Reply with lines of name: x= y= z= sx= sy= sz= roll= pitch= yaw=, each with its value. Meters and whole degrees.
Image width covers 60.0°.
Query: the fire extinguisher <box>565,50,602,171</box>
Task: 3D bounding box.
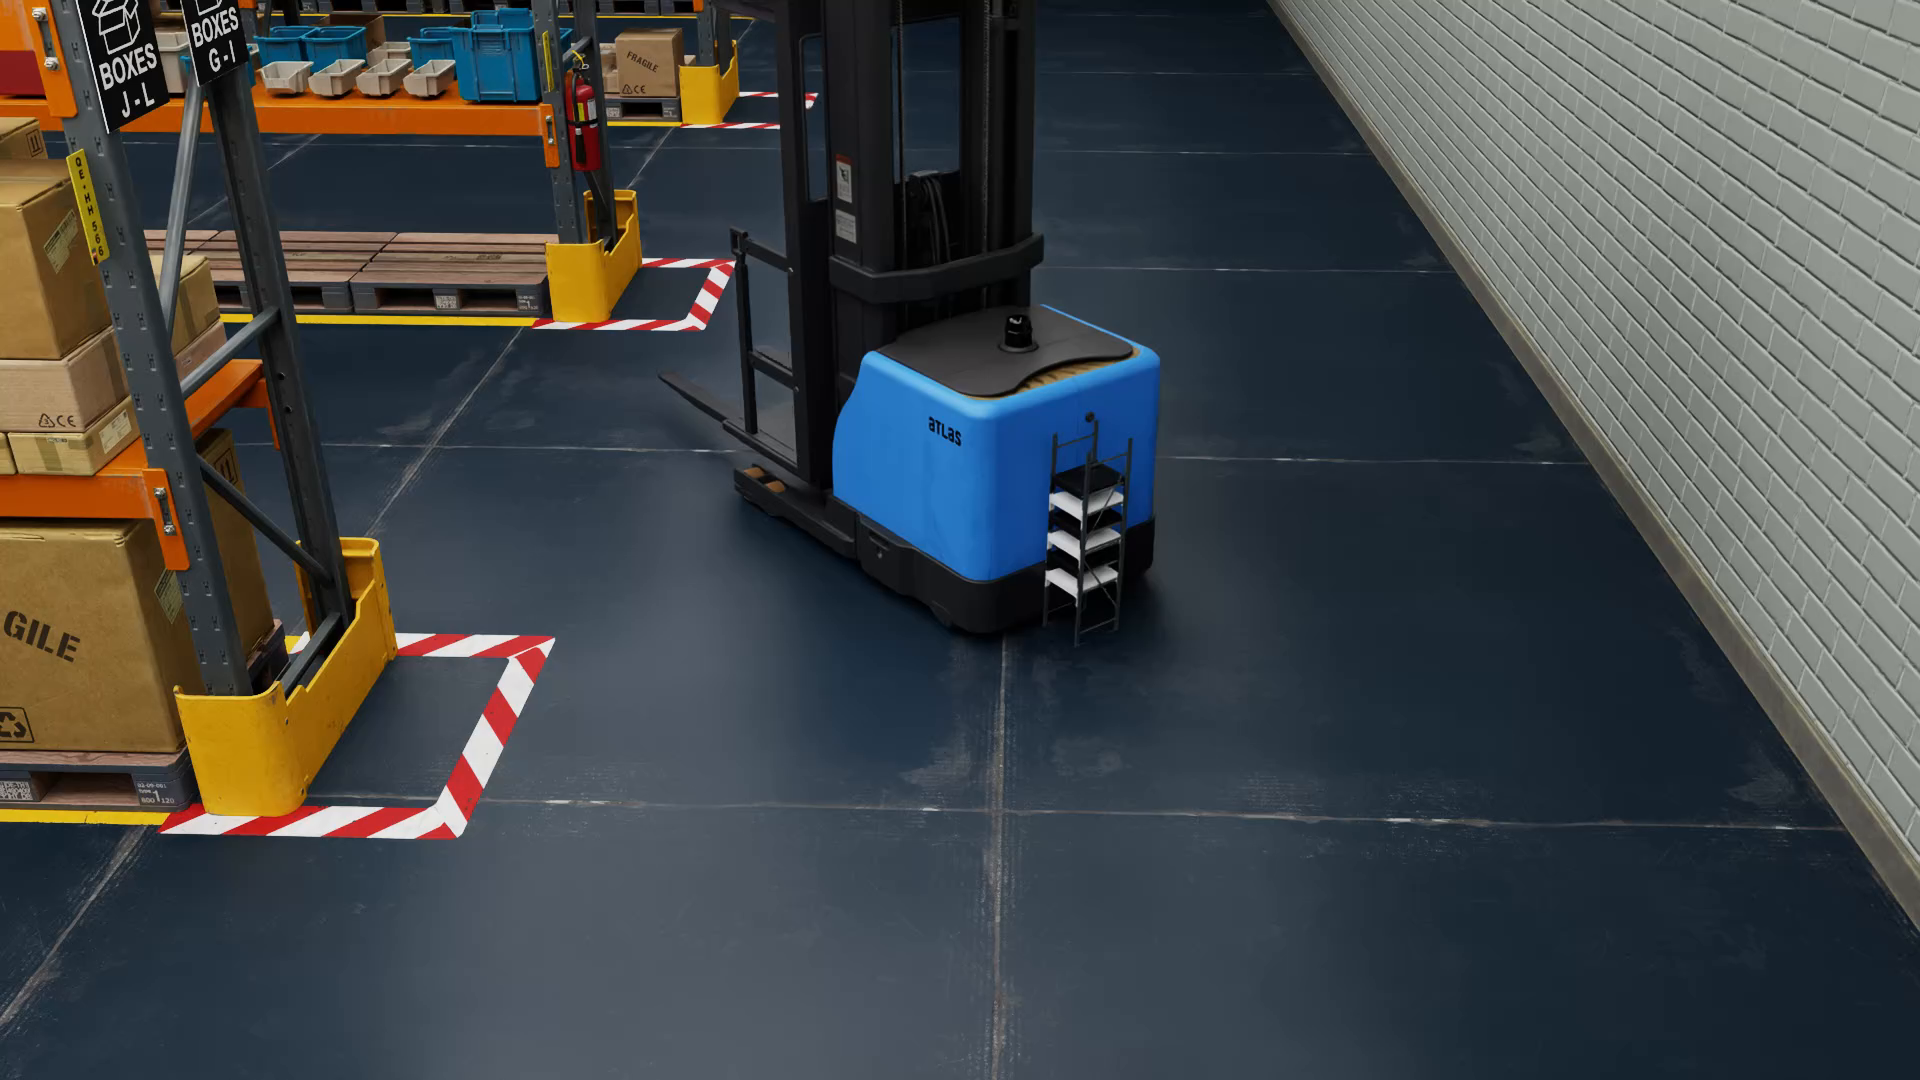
fire extinguisher: x=-2.229 y=-2.523 z=9.788 sx=0.183 sy=0.674 sz=0.296 roll=1 pitch=28 yaw=2

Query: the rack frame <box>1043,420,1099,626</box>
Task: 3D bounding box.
rack frame: x=0.457 y=-0.061 z=6.890 sx=0.240 sy=0.900 sz=0.006 roll=-20 pitch=36 yaw=-32

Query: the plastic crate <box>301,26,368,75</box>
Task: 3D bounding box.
plastic crate: x=-3.915 y=-3.070 z=10.453 sx=0.300 sy=0.233 sz=0.416 roll=1 pitch=28 yaw=2

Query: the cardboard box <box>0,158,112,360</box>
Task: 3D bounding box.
cardboard box: x=-3.035 y=-0.901 z=5.288 sx=0.500 sy=0.500 sz=0.500 roll=1 pitch=28 yaw=2

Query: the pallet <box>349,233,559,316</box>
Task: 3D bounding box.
pallet: x=-3.186 y=-1.737 z=10.802 sx=1.213 sy=0.211 sz=1.003 roll=1 pitch=28 yaw=2

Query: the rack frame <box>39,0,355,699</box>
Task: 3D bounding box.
rack frame: x=-2.538 y=-0.619 z=5.715 sx=0.127 sy=3.000 sz=1.000 roll=1 pitch=28 yaw=2

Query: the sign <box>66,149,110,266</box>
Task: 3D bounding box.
sign: x=-2.571 y=-0.982 z=4.910 sx=0.005 sy=0.325 sz=0.100 roll=1 pitch=28 yaw=2

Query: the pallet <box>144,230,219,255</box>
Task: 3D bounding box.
pallet: x=-5.625 y=-1.778 z=10.878 sx=1.213 sy=0.211 sz=1.003 roll=1 pitch=28 yaw=2

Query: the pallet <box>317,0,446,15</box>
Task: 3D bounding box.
pallet: x=-6.785 y=-6.386 z=19.572 sx=1.213 sy=0.211 sz=1.003 roll=1 pitch=28 yaw=2

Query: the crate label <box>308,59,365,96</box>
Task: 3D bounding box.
crate label: x=-3.753 y=-2.781 z=10.011 sx=0.243 sy=0.136 sz=0.396 roll=1 pitch=28 yaw=2

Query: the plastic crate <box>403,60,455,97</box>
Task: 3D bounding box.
plastic crate: x=-3.185 y=-2.776 z=10.002 sx=0.243 sy=0.136 sz=0.396 roll=1 pitch=28 yaw=2

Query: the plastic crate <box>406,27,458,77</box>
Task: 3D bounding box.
plastic crate: x=-3.257 y=-3.059 z=10.433 sx=0.300 sy=0.233 sz=0.416 roll=1 pitch=28 yaw=2

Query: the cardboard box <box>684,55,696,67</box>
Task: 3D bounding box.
cardboard box: x=-2.591 y=-4.359 z=15.344 sx=0.250 sy=0.149 sz=0.380 roll=1 pitch=28 yaw=2

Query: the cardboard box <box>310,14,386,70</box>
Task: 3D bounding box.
cardboard box: x=-5.603 y=-4.535 z=15.302 sx=0.500 sy=0.500 sz=0.500 roll=1 pitch=28 yaw=2

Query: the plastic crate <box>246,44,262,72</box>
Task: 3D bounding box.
plastic crate: x=-4.610 y=-3.026 z=10.472 sx=0.466 sy=0.136 sz=0.293 roll=1 pitch=28 yaw=2

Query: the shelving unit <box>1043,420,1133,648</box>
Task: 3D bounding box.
shelving unit: x=0.519 y=-0.020 z=6.820 sx=0.258 sy=0.900 sz=0.210 roll=-20 pitch=36 yaw=-32

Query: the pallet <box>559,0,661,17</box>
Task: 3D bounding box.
pallet: x=-4.032 y=-6.341 z=19.486 sx=1.213 sy=0.211 sz=1.003 roll=1 pitch=28 yaw=2

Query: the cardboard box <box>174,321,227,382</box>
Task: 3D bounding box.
cardboard box: x=-2.882 y=-0.669 z=6.077 sx=0.250 sy=0.149 sz=0.380 roll=1 pitch=28 yaw=2

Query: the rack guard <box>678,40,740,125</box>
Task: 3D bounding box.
rack guard: x=-2.261 y=-4.153 z=15.050 sx=0.348 sy=0.500 sz=1.175 roll=1 pitch=28 yaw=2

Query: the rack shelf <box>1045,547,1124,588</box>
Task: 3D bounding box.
rack shelf: x=0.516 y=0.087 z=6.881 sx=0.258 sy=0.077 sz=0.200 roll=-20 pitch=36 yaw=-32

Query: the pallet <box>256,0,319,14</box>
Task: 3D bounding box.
pallet: x=-8.008 y=-6.405 z=19.608 sx=1.213 sy=0.211 sz=1.003 roll=1 pitch=28 yaw=2

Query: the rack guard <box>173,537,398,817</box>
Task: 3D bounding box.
rack guard: x=-2.514 y=0.486 z=6.300 sx=0.348 sy=0.500 sz=1.175 roll=1 pitch=28 yaw=2

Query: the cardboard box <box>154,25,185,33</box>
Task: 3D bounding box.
cardboard box: x=-7.180 y=-4.298 z=14.855 sx=0.500 sy=0.500 sz=0.500 roll=1 pitch=28 yaw=2

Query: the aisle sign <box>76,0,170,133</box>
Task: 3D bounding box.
aisle sign: x=-2.477 y=-1.626 z=4.839 sx=0.004 sy=0.787 sz=0.394 roll=1 pitch=28 yaw=2

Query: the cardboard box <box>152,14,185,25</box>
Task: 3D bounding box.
cardboard box: x=-7.191 y=-4.538 z=15.307 sx=0.500 sy=0.500 sz=0.500 roll=1 pitch=28 yaw=3

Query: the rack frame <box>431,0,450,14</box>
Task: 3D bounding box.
rack frame: x=-6.011 y=-7.641 z=18.961 sx=0.127 sy=3.000 sz=1.000 roll=1 pitch=28 yaw=2

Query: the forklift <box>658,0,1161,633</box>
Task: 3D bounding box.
forklift: x=-0.442 y=-1.536 z=7.518 sx=1.130 sy=2.935 sz=3.031 roll=-20 pitch=34 yaw=-33

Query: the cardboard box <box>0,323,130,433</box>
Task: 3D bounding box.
cardboard box: x=-3.032 y=-0.568 z=5.462 sx=0.500 sy=0.250 sz=0.500 roll=1 pitch=28 yaw=1

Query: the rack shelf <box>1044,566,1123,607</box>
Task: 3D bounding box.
rack shelf: x=0.514 y=0.166 z=6.925 sx=0.258 sy=0.077 sz=0.200 roll=-20 pitch=36 yaw=-32

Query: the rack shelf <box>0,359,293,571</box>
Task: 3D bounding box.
rack shelf: x=-4.537 y=-0.334 z=5.946 sx=4.000 sy=0.370 sz=1.077 roll=1 pitch=28 yaw=2

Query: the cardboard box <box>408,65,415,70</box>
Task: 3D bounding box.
cardboard box: x=-4.906 y=-4.147 z=14.926 sx=0.250 sy=0.166 sz=0.380 roll=1 pitch=28 yaw=2

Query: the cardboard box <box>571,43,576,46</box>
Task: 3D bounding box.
cardboard box: x=-3.718 y=-4.394 z=15.302 sx=0.500 sy=0.250 sz=0.500 roll=1 pitch=28 yaw=2

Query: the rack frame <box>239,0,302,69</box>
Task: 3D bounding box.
rack frame: x=-6.183 y=-5.322 z=14.587 sx=0.127 sy=3.000 sz=1.000 roll=1 pitch=28 yaw=2

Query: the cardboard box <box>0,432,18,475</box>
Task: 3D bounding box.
cardboard box: x=-3.166 y=-0.363 z=5.501 sx=0.250 sy=0.149 sz=0.380 roll=1 pitch=28 yaw=2

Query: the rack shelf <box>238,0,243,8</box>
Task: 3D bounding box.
rack shelf: x=-8.181 y=-5.037 z=14.818 sx=4.000 sy=0.370 sz=1.077 roll=1 pitch=28 yaw=2

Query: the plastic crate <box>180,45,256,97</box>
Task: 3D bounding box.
plastic crate: x=-4.425 y=-2.804 z=9.952 sx=0.300 sy=0.233 sz=0.416 roll=1 pitch=28 yaw=2

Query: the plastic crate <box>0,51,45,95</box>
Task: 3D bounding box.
plastic crate: x=-5.478 y=-2.926 z=9.935 sx=0.583 sy=0.464 sz=0.402 roll=1 pitch=28 yaw=2

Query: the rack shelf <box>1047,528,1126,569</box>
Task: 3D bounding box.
rack shelf: x=0.518 y=0.009 z=6.837 sx=0.258 sy=0.077 sz=0.200 roll=-20 pitch=36 yaw=-32

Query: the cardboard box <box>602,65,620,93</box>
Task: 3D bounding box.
cardboard box: x=-3.139 y=-4.141 z=14.915 sx=0.250 sy=0.166 sz=0.380 roll=1 pitch=28 yaw=2
